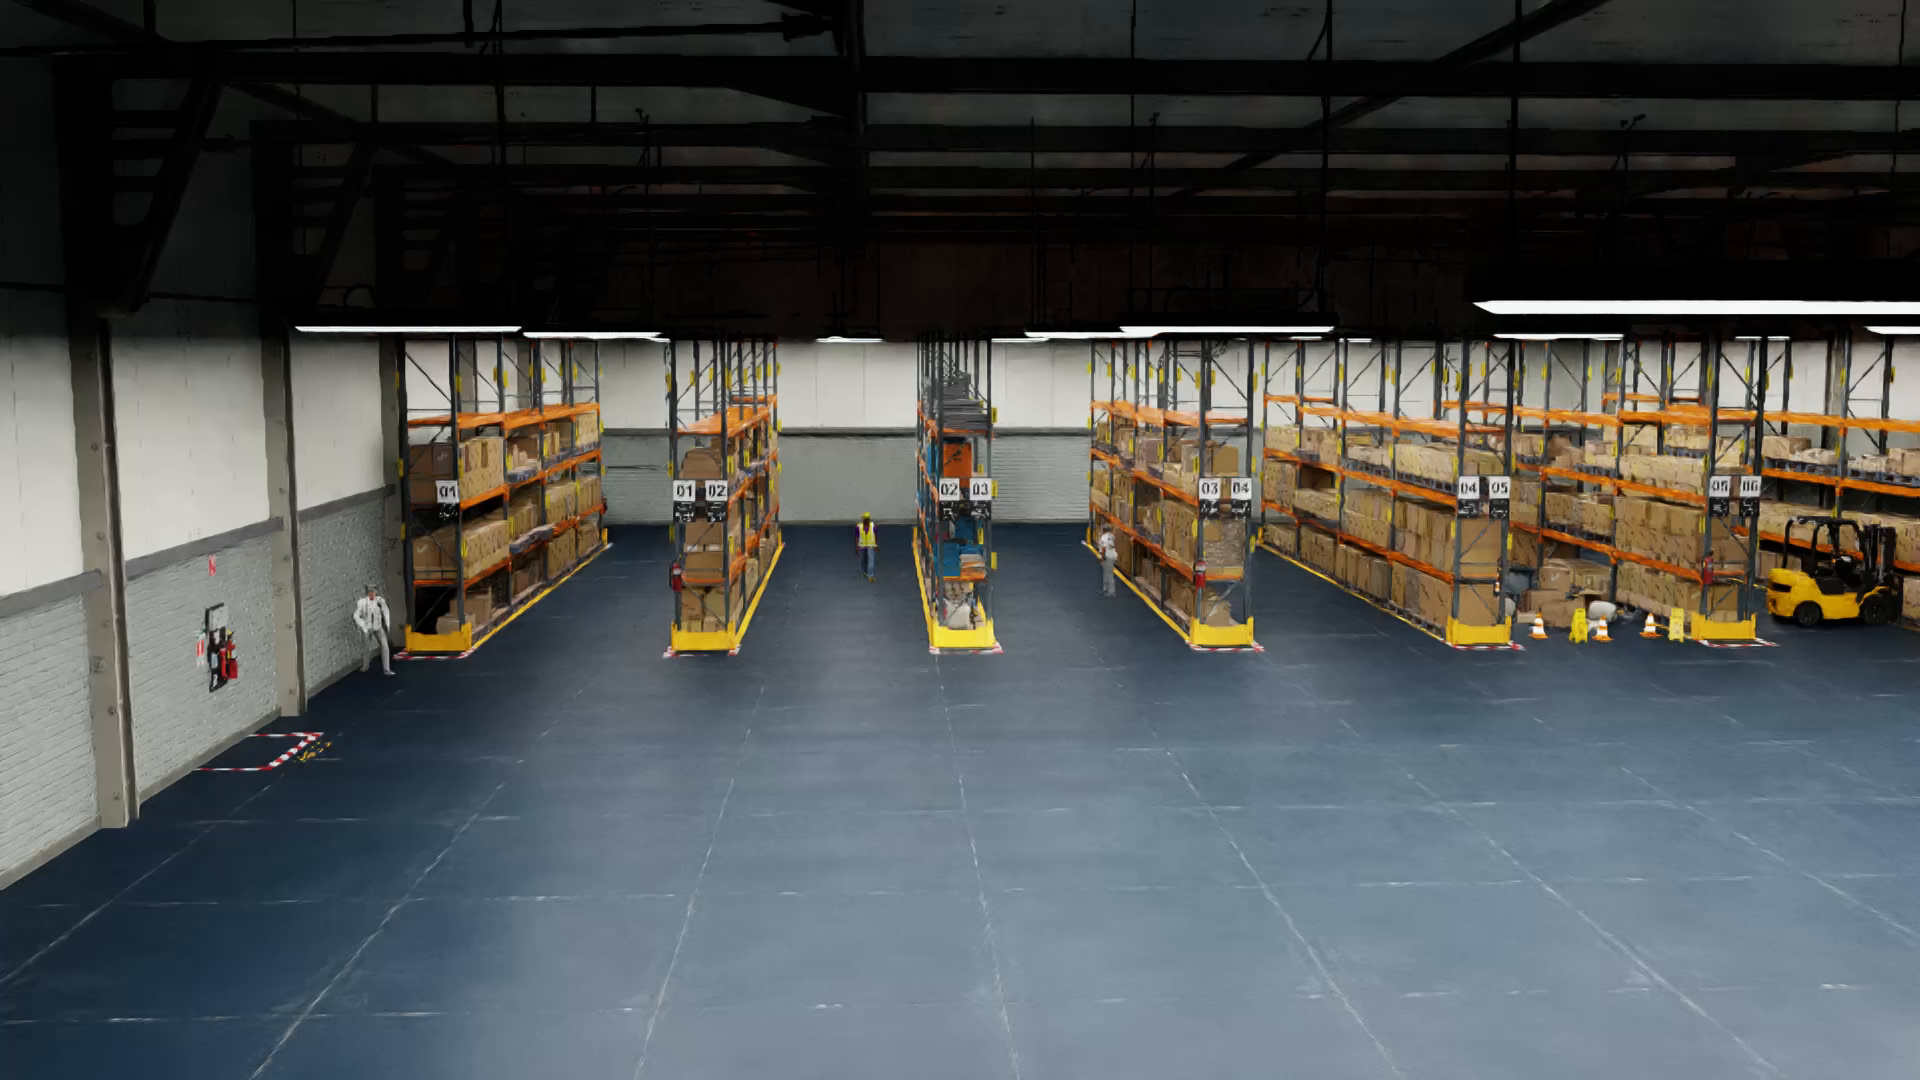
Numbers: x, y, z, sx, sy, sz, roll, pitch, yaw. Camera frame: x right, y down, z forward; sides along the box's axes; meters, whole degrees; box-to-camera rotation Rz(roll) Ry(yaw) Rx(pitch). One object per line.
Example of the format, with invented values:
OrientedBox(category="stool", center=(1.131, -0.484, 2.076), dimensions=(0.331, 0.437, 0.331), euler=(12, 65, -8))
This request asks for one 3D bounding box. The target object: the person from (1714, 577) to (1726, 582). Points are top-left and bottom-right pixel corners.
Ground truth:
OrientedBox(category="person", center=(16.261, 0.679, 35.674), dimensions=(0.481, 1.674, 0.486), euler=(4, 8, 28))

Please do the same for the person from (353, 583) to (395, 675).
OrientedBox(category="person", center=(-10.179, 1.520, 28.860), dimensions=(0.638, 1.607, 0.808), euler=(-2, 7, -20))

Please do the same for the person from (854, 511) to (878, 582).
OrientedBox(category="person", center=(-2.270, 0.138, 40.207), dimensions=(0.577, 1.691, 1.121), euler=(0, 7, -1))

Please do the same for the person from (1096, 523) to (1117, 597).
OrientedBox(category="person", center=(3.320, 0.438, 37.796), dimensions=(0.556, 1.659, 0.597), euler=(3, 7, 24))
